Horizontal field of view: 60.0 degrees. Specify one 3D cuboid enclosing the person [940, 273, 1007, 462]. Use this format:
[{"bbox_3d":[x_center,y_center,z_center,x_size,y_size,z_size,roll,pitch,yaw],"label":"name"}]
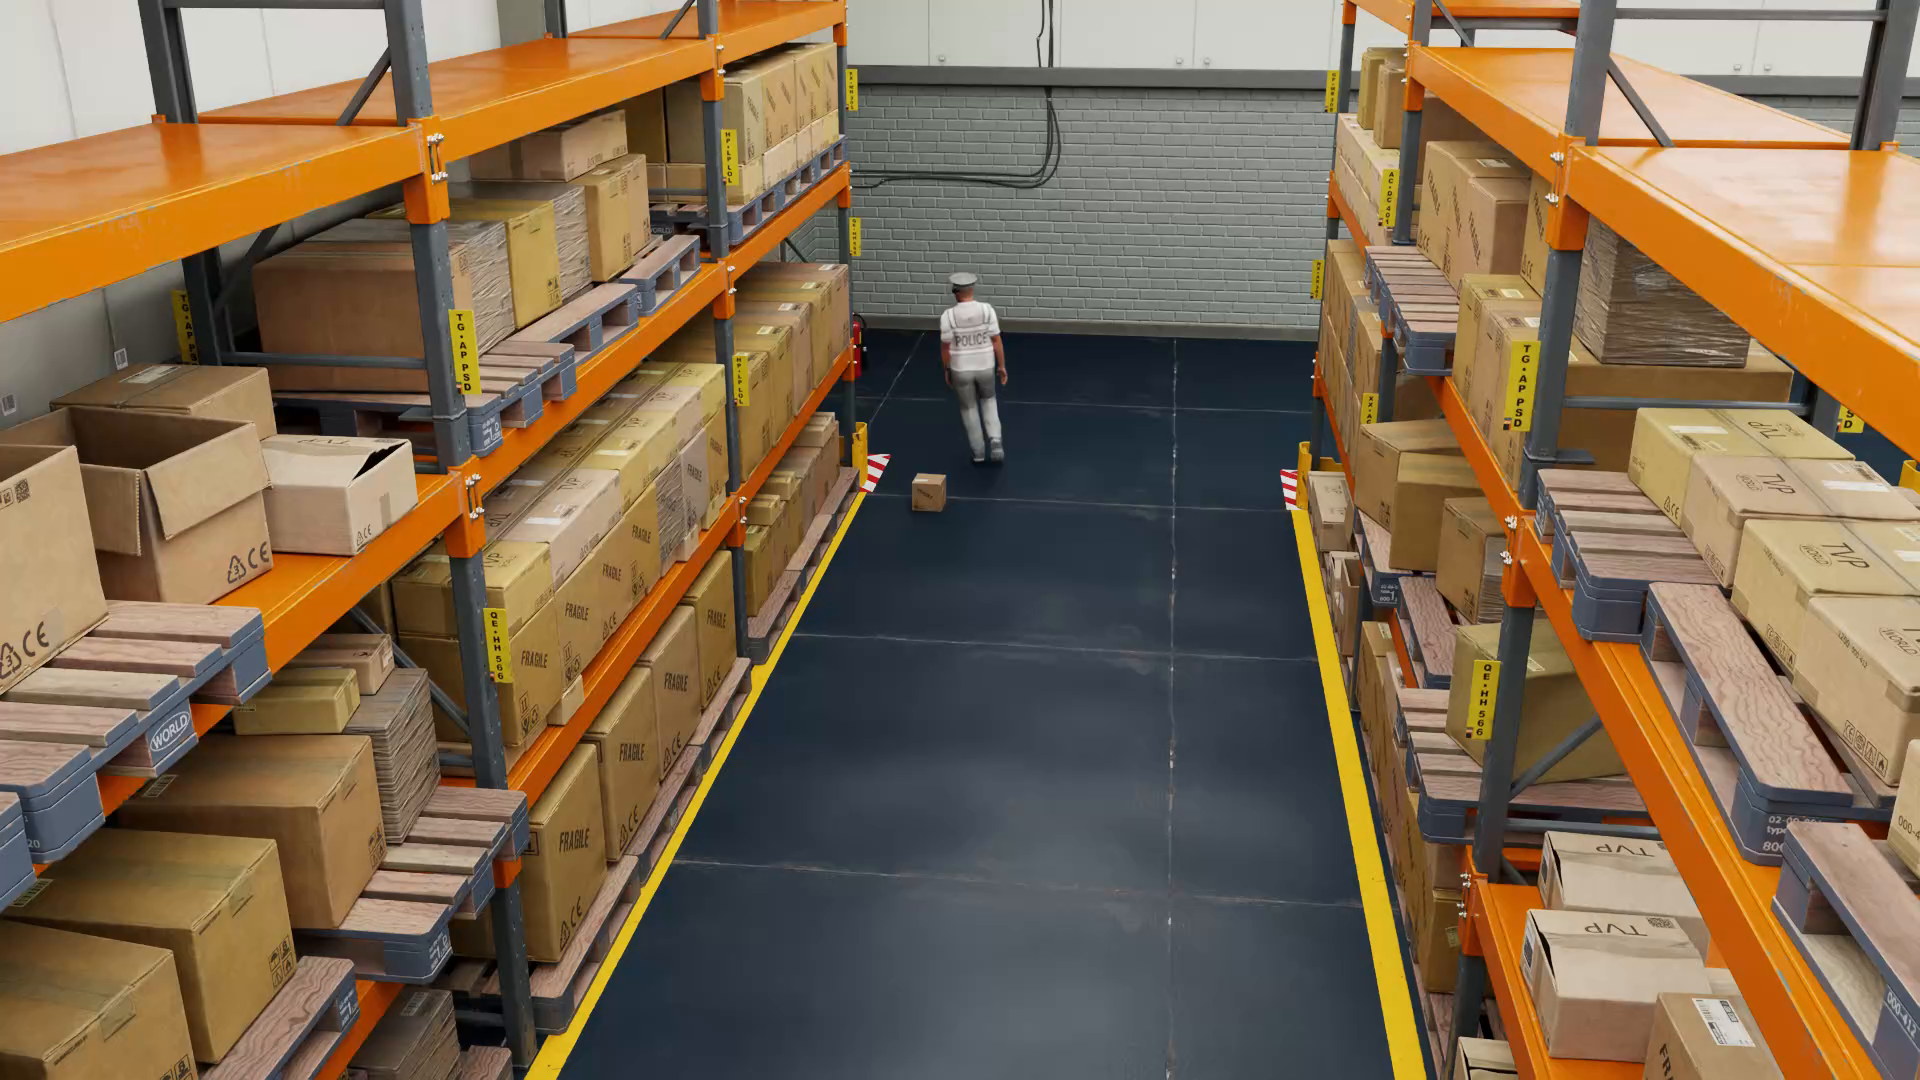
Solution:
[{"bbox_3d":[0.108,-1.550,15.108,0.619,1.764,0.461,-4,21,-10],"label":"person"}]
